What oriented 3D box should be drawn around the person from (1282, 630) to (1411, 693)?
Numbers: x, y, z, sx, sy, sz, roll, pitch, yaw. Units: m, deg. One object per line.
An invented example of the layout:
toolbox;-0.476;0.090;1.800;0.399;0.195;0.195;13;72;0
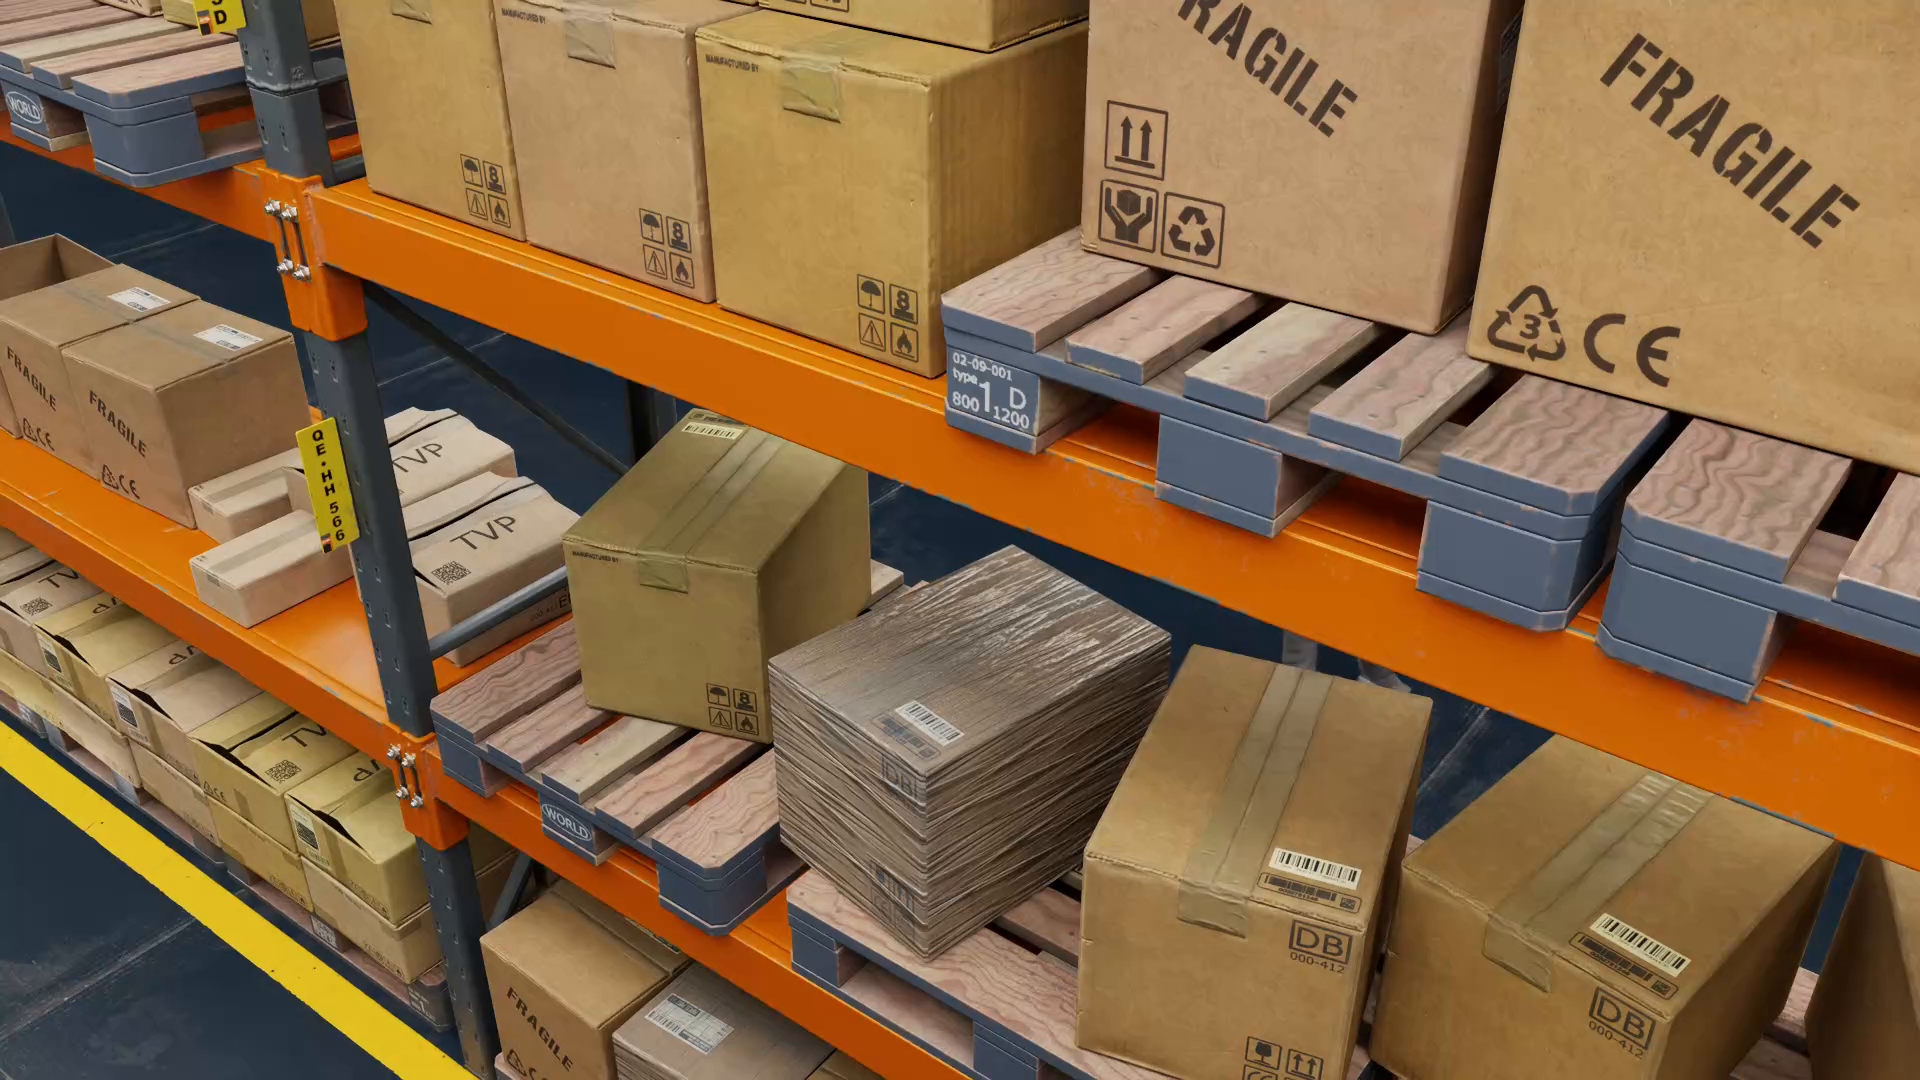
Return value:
person;1.489;-0.099;6.328;0.577;1.742;0.495;-23;38;-33
